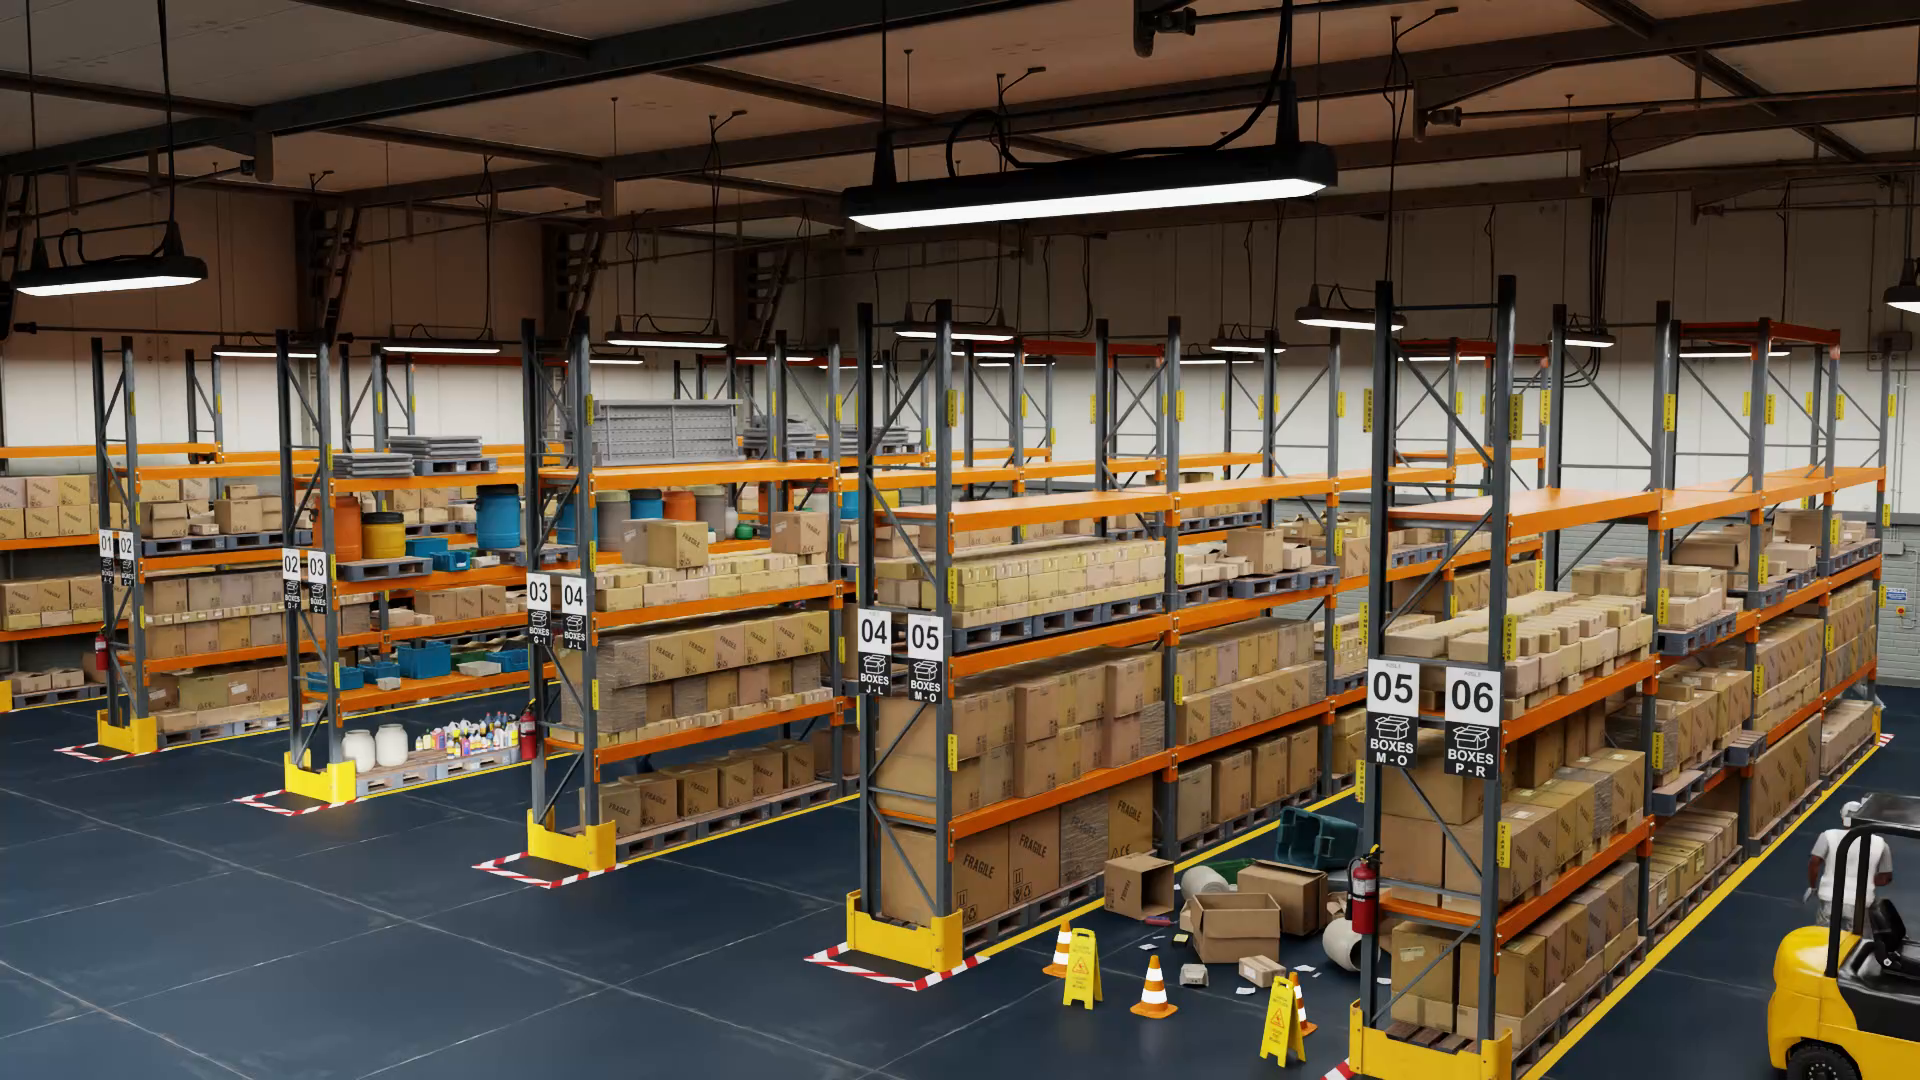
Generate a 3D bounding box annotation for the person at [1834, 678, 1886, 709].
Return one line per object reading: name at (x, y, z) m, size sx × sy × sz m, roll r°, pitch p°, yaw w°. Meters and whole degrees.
person at (14.349, 2.019, 26.736) m, size 1.004 × 1.628 × 0.435 m, roll 2°, pitch 5°, yaw 21°

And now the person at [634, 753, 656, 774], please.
person at (-4.027, 2.536, 21.338) m, size 0.504 × 1.575 × 0.747 m, roll 2°, pitch 5°, yaw 20°

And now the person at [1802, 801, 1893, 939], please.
person at (7.612, 3.096, 14.284) m, size 0.647 × 1.673 × 0.761 m, roll 4°, pitch 6°, yaw 38°
